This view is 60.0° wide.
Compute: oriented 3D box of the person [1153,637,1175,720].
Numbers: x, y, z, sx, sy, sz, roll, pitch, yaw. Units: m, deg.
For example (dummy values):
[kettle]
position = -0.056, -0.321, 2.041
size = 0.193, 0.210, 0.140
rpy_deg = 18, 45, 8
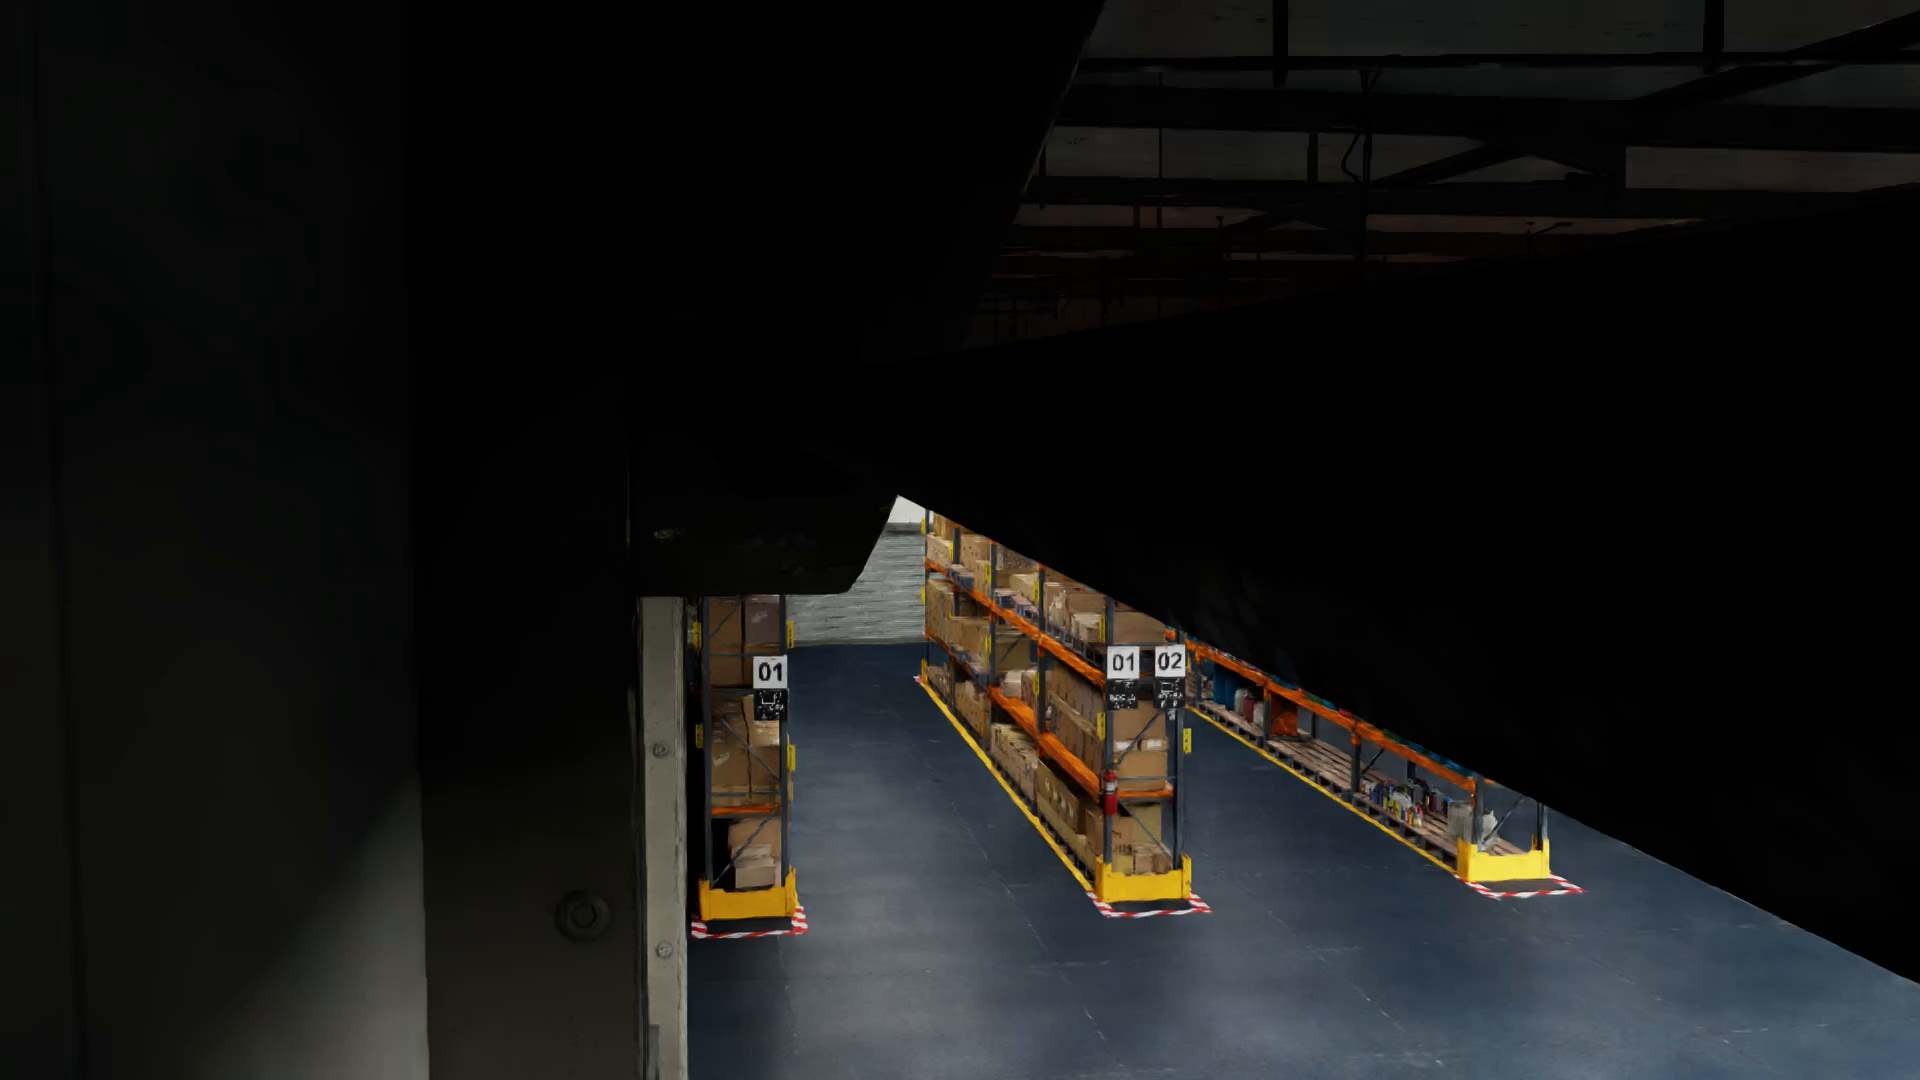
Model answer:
[person]
position = 3.950, 2.670, 32.418
size = 0.445, 1.590, 1.110
rpy_deg = -1, 5, -7
